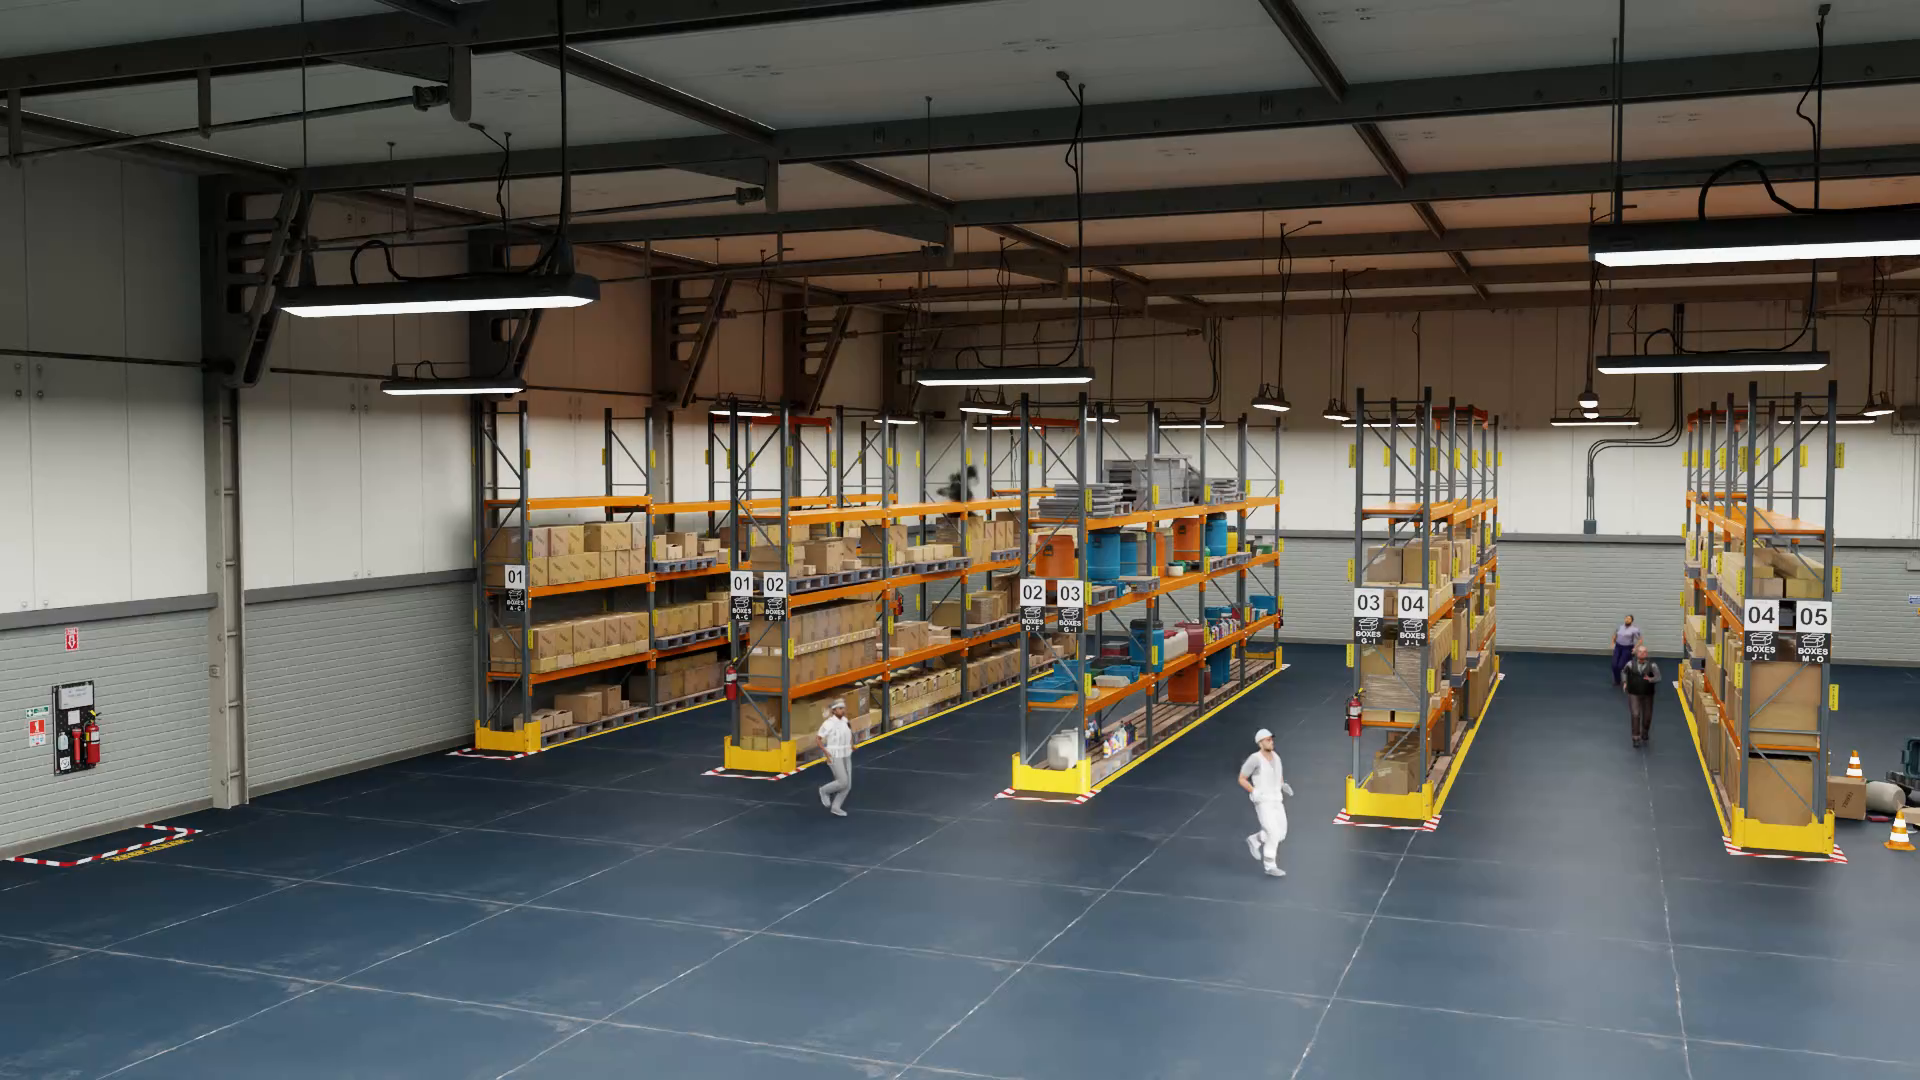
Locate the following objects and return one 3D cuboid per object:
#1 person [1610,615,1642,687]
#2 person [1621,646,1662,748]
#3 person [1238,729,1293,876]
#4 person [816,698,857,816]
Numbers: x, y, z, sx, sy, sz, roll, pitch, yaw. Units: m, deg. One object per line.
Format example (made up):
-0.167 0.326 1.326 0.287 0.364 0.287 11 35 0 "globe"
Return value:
14.612 2.440 36.563 0.514 1.604 0.660 -2 4 -42 "person"
11.858 2.708 28.950 0.655 1.712 0.964 1 3 20 "person"
3.671 3.153 20.085 0.659 1.743 0.708 -2 3 -36 "person"
-1.694 3.042 23.352 0.558 1.658 0.574 3 4 42 "person"
